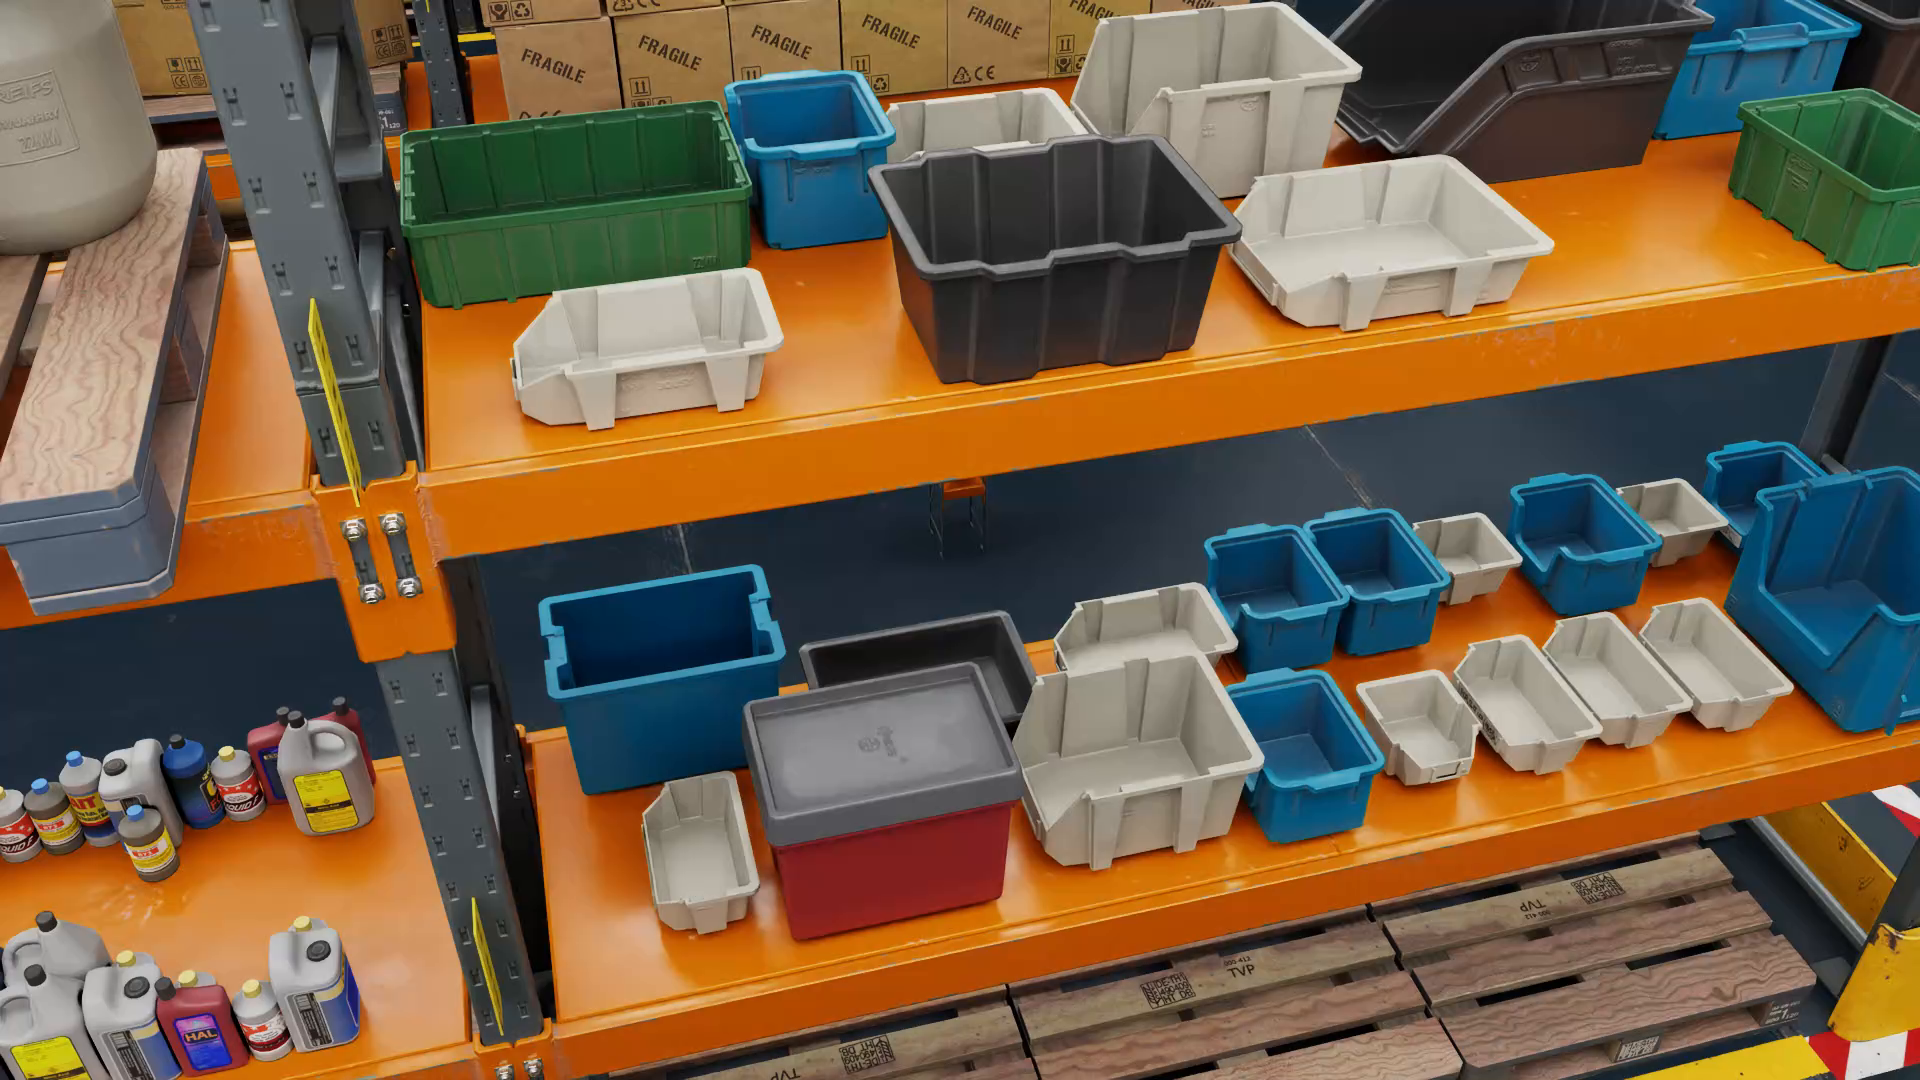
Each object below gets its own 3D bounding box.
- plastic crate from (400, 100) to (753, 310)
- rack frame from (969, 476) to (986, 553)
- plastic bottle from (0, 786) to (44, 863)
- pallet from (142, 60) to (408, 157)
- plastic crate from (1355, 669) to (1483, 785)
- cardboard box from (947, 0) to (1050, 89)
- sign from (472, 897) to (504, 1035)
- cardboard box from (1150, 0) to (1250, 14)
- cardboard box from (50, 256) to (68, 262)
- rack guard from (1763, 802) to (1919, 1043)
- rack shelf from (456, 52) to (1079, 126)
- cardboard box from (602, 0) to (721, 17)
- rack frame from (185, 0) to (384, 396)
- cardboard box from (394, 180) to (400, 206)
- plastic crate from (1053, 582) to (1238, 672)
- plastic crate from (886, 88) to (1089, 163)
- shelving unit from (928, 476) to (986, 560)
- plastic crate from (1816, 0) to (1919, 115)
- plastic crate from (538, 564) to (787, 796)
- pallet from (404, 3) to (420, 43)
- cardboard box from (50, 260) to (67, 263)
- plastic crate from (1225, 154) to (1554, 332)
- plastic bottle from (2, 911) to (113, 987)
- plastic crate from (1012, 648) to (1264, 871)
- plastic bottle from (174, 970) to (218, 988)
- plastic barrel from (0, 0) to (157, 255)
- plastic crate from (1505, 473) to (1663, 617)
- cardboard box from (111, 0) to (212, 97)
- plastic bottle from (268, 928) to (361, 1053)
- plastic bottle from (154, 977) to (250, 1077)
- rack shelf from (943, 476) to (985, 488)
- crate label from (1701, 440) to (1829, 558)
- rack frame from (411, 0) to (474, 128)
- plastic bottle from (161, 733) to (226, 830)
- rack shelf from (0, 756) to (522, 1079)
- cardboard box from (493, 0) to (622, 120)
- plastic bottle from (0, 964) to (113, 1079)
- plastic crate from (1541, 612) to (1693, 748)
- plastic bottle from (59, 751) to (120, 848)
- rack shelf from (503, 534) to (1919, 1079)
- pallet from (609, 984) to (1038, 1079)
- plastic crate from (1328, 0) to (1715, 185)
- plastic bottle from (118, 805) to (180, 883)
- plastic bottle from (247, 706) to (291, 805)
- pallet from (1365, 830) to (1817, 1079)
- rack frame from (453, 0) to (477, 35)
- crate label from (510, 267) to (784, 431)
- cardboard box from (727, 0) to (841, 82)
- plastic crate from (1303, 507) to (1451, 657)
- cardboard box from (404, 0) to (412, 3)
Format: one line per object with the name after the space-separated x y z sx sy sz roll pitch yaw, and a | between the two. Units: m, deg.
-0.779 -0.688 3.387 0.662 0.188 0.450 -9 38 -12 | plastic crate
0.074 -0.489 6.901 0.006 1.200 0.240 -9 38 -12 | rack frame
-2.315 0.683 4.052 0.097 0.201 0.097 0 37 0 | plastic bottle
-3.196 -2.104 7.690 1.213 0.211 1.003 -9 38 -12 | pallet
1.186 0.500 4.296 0.250 0.136 0.298 -9 38 -12 | plastic crate
0.121 -2.525 8.000 0.500 0.500 0.500 -9 38 -12 | cardboard box
-0.967 0.876 3.408 0.005 0.325 0.100 -9 38 -12 | sign
1.104 -2.686 8.210 0.500 0.500 0.500 -8 38 -11 | cardboard box
-4.412 -1.245 8.105 0.500 0.500 0.500 -11 39 -14 | cardboard box
2.773 1.011 5.517 0.348 0.500 1.175 -9 38 -12 | rack guard
-0.466 -2.274 8.346 4.000 0.370 1.077 -9 38 -12 | rack shelf
-1.370 -2.671 7.368 0.500 0.500 0.500 -10 39 -13 | cardboard box
-1.109 -1.719 2.091 0.127 3.000 1.000 -9 38 -12 | rack frame
-2.927 -1.491 8.426 0.500 0.500 0.500 -11 39 -14 | cardboard box
0.494 0.292 4.567 0.466 0.136 0.293 -9 38 -12 | plastic crate
0.020 -0.848 3.638 0.466 0.136 0.293 -9 38 -12 | plastic crate
-0.014 -0.474 6.882 0.189 1.200 0.258 -9 38 -12 | shelving unit
2.309 -1.212 4.005 0.590 0.269 0.497 -9 38 -12 | plastic crate
-0.747 0.372 4.259 0.575 0.384 0.392 -9 38 -12 | plastic crate
-4.417 -3.874 12.140 1.213 0.211 1.003 -9 38 -12 | pallet
-4.252 -0.944 7.710 0.500 0.500 0.500 -11 39 -13 | cardboard box
0.823 -0.584 3.293 0.530 0.136 0.437 -9 38 -12 | plastic crate
-1.948 0.936 3.598 0.185 0.351 0.144 -9 38 -12 | plastic bottle
0.413 0.553 4.107 0.530 0.282 0.437 -9 38 -12 | plastic crate
-1.654 1.014 3.619 0.097 0.201 0.097 0 37 0 | plastic bottle
-1.682 -0.813 2.917 0.433 0.535 0.433 0 37 0 | plastic barrel
1.793 0.023 4.840 0.300 0.233 0.416 -9 38 -12 | plastic crate
-3.560 -2.359 7.438 0.500 0.500 0.700 -4 38 -5 | cardboard box
-1.405 0.965 3.622 0.135 0.276 0.152 -9 38 -12 | plastic bottle
-1.616 1.025 3.537 0.133 0.283 0.061 -9 38 -12 | plastic bottle
-0.014 -0.344 6.982 0.180 0.103 0.258 -9 38 -12 | rack shelf
2.429 -0.082 4.976 0.303 0.233 0.416 -9 38 -12 | crate label
-2.397 -2.243 7.713 0.127 3.000 1.000 -9 38 -12 | rack frame
-1.903 0.588 4.119 0.097 0.271 0.097 0 37 0 | plastic bottle
-3.040 1.266 3.719 4.000 0.370 1.077 -9 38 -12 | rack shelf
-1.833 -2.203 7.579 0.500 0.500 0.500 -8 38 -11 | cardboard box
-1.911 1.020 3.488 0.185 0.351 0.144 -9 38 -12 | plastic bottle
1.729 0.383 4.448 0.243 0.136 0.396 -9 38 -12 | plastic crate
-2.127 0.625 4.071 0.097 0.271 0.097 0 37 0 | plastic bottle
0.822 0.632 4.547 4.000 0.370 1.077 -9 38 -12 | rack shelf
-0.409 1.632 4.943 1.213 0.211 1.003 -9 38 -12 | pallet
1.206 -1.056 3.744 0.767 0.338 0.504 -9 38 -12 | plastic crate
-1.958 0.720 4.003 0.097 0.201 0.097 0 37 0 | plastic bottle
-1.703 0.539 4.173 0.133 0.283 0.061 -9 38 -12 | plastic bottle
1.947 1.245 5.449 1.213 0.211 1.003 -9 38 -12 | pallet
-3.692 -5.148 11.511 0.127 3.000 1.000 -9 38 -12 | rack frame
-0.561 -0.331 2.963 0.466 0.136 0.293 -9 38 -12 | crate label
-0.856 -2.364 7.790 0.500 0.500 0.500 -10 38 -12 | cardboard box
1.158 0.127 4.704 0.300 0.233 0.416 -9 38 -12 | plastic crate
-4.285 -4.282 11.802 0.750 0.750 0.750 -9 38 -11 | cardboard box
